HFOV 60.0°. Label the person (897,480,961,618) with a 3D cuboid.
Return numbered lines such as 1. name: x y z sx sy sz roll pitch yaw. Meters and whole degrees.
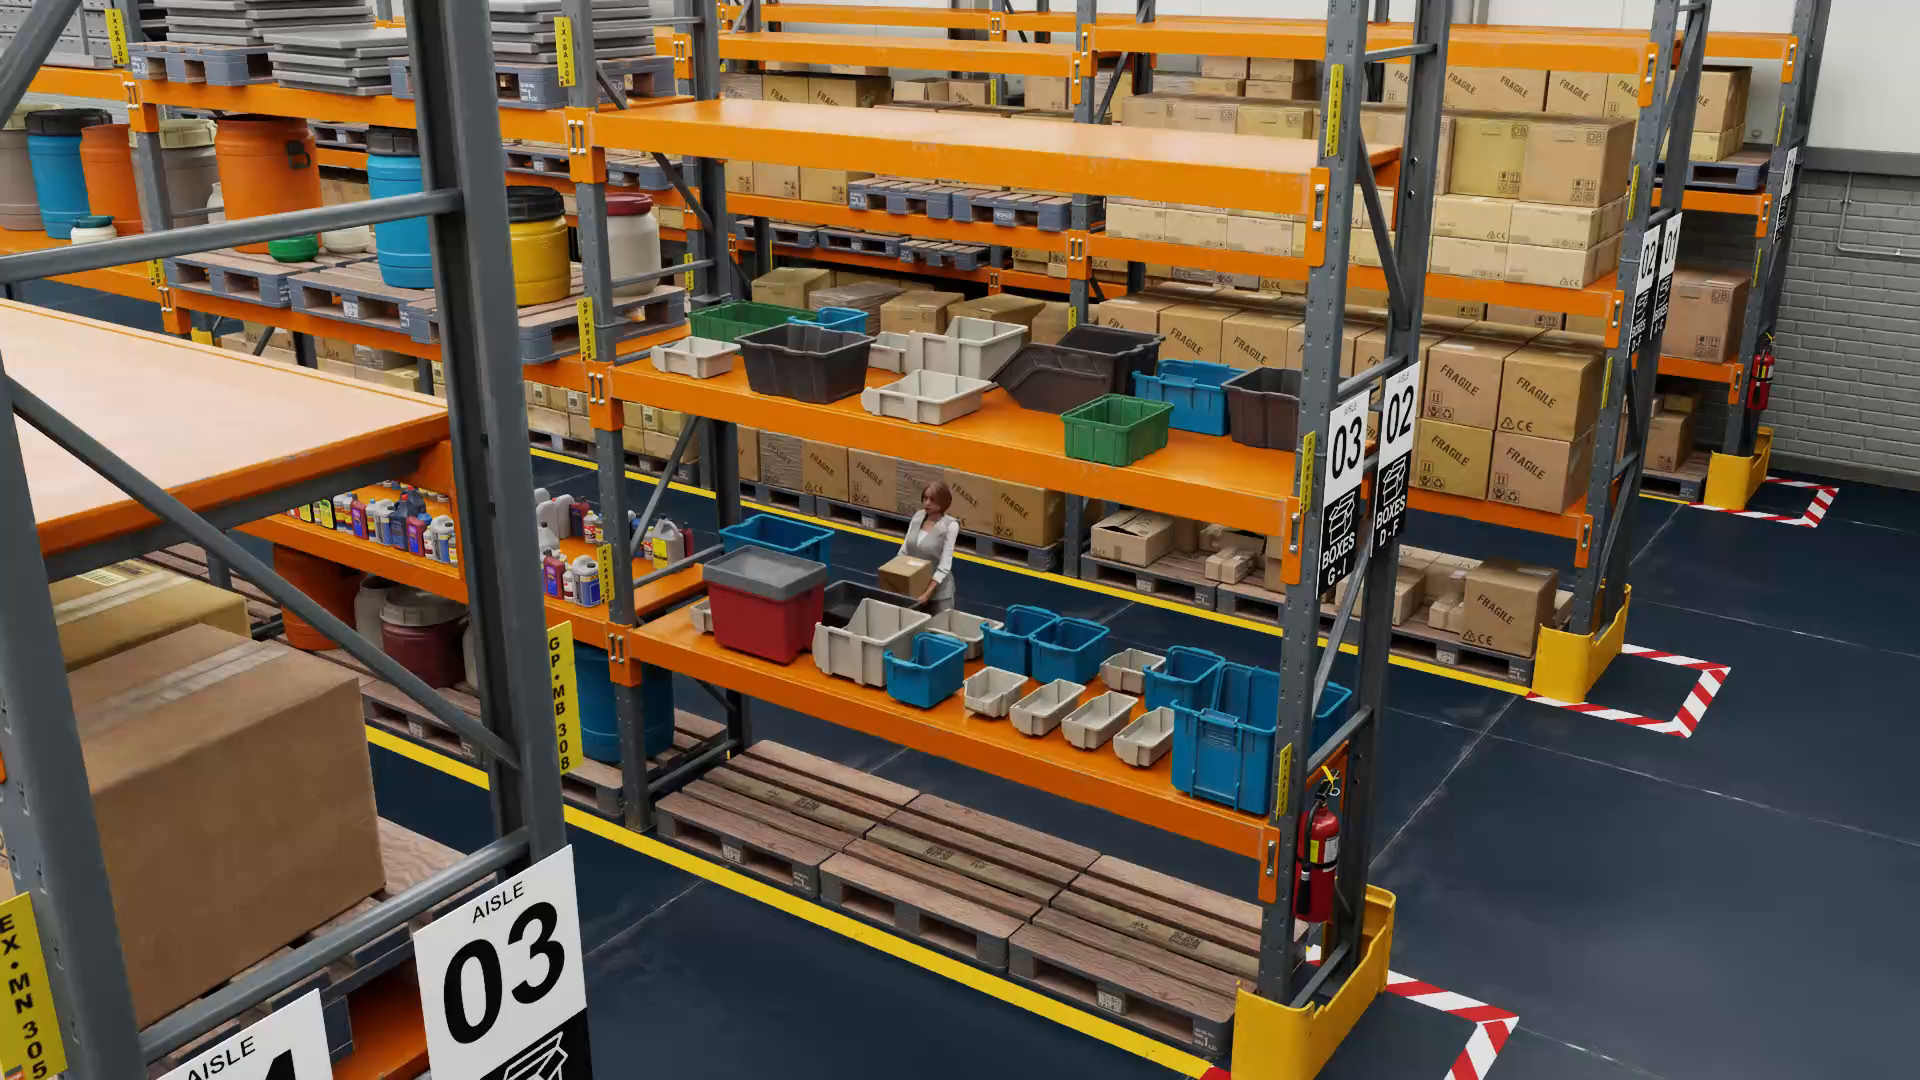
1. person: -0.247 0.392 11.024 0.408 1.589 0.495 13 24 32
